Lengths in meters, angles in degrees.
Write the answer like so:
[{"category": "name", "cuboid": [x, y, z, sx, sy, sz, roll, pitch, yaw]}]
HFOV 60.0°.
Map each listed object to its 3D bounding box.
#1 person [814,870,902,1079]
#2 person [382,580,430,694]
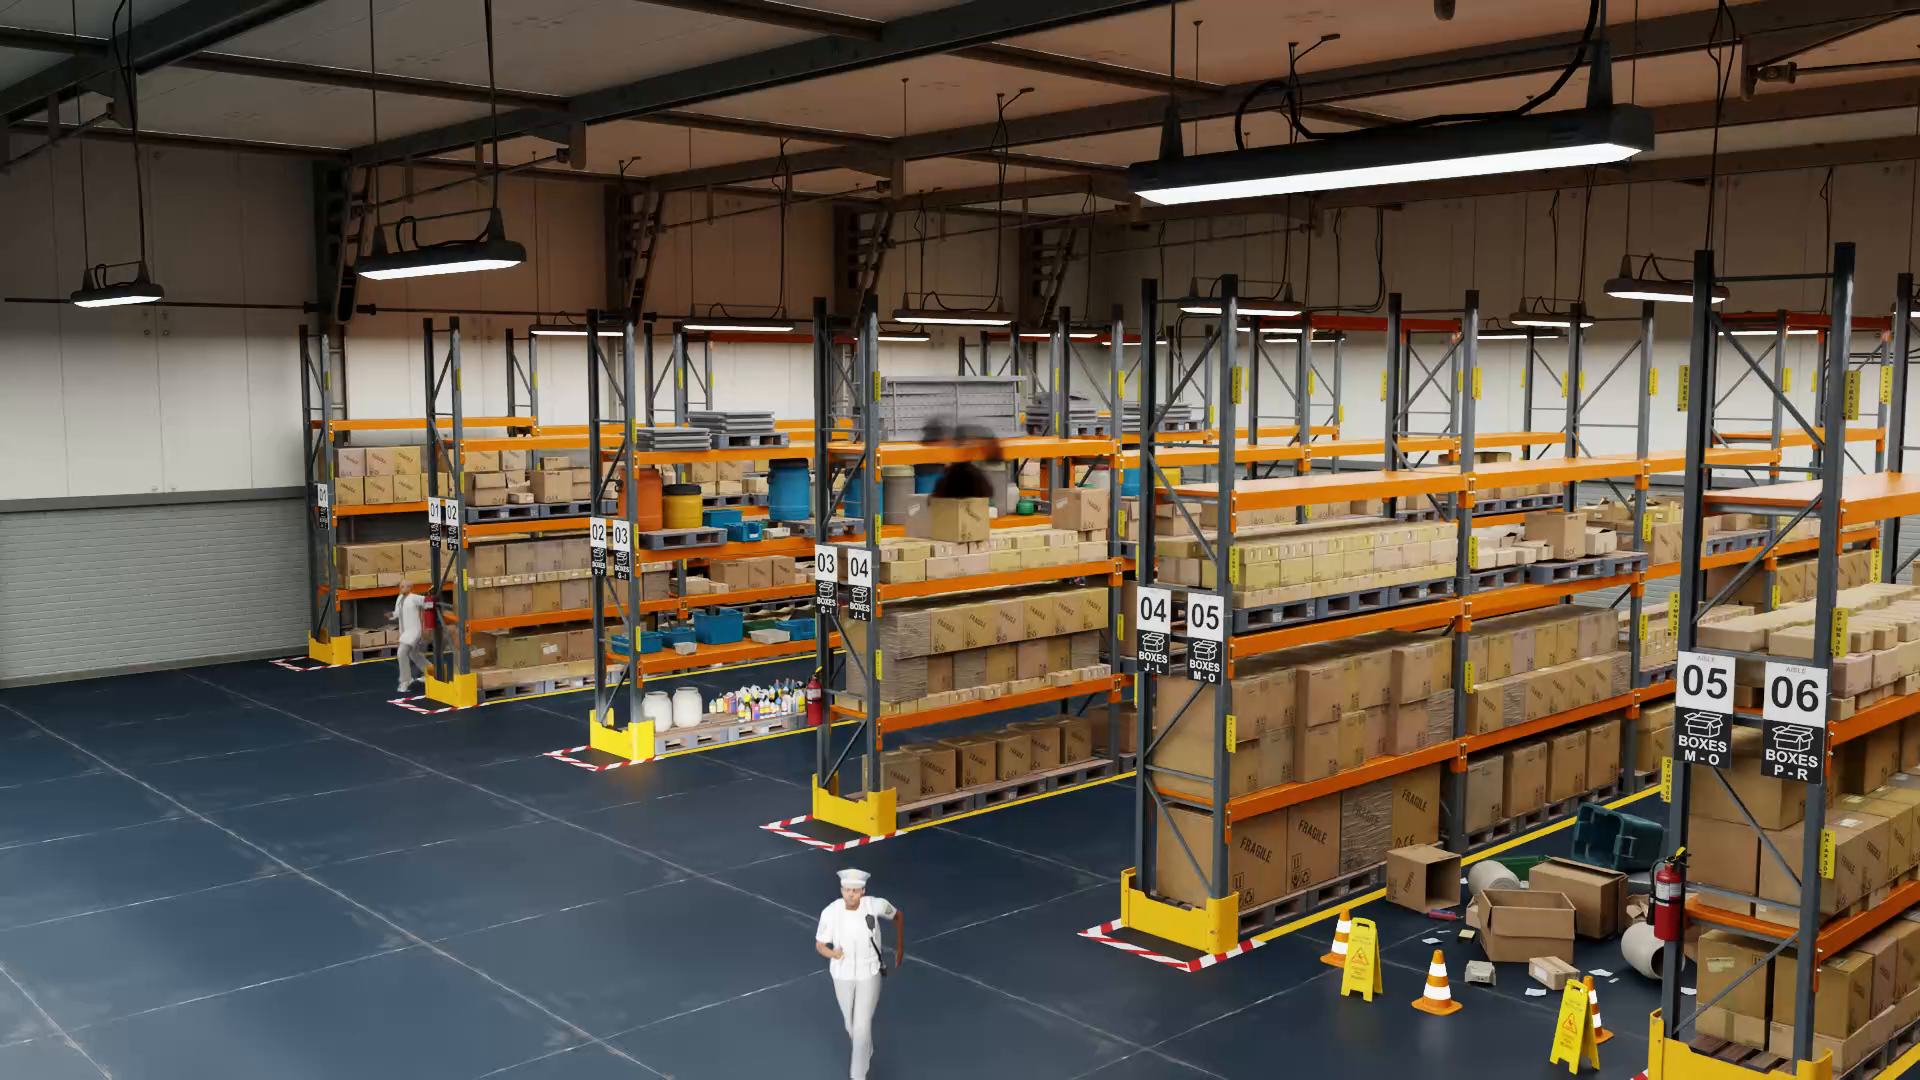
[{"category": "person", "cuboid": [-0.721, 3.143, 11.872, 0.599, 1.735, 0.846, 0, 6, 4]}, {"category": "person", "cuboid": [-9.001, 1.545, 27.185, 0.734, 1.817, 0.938, 5, 8, 40]}]
